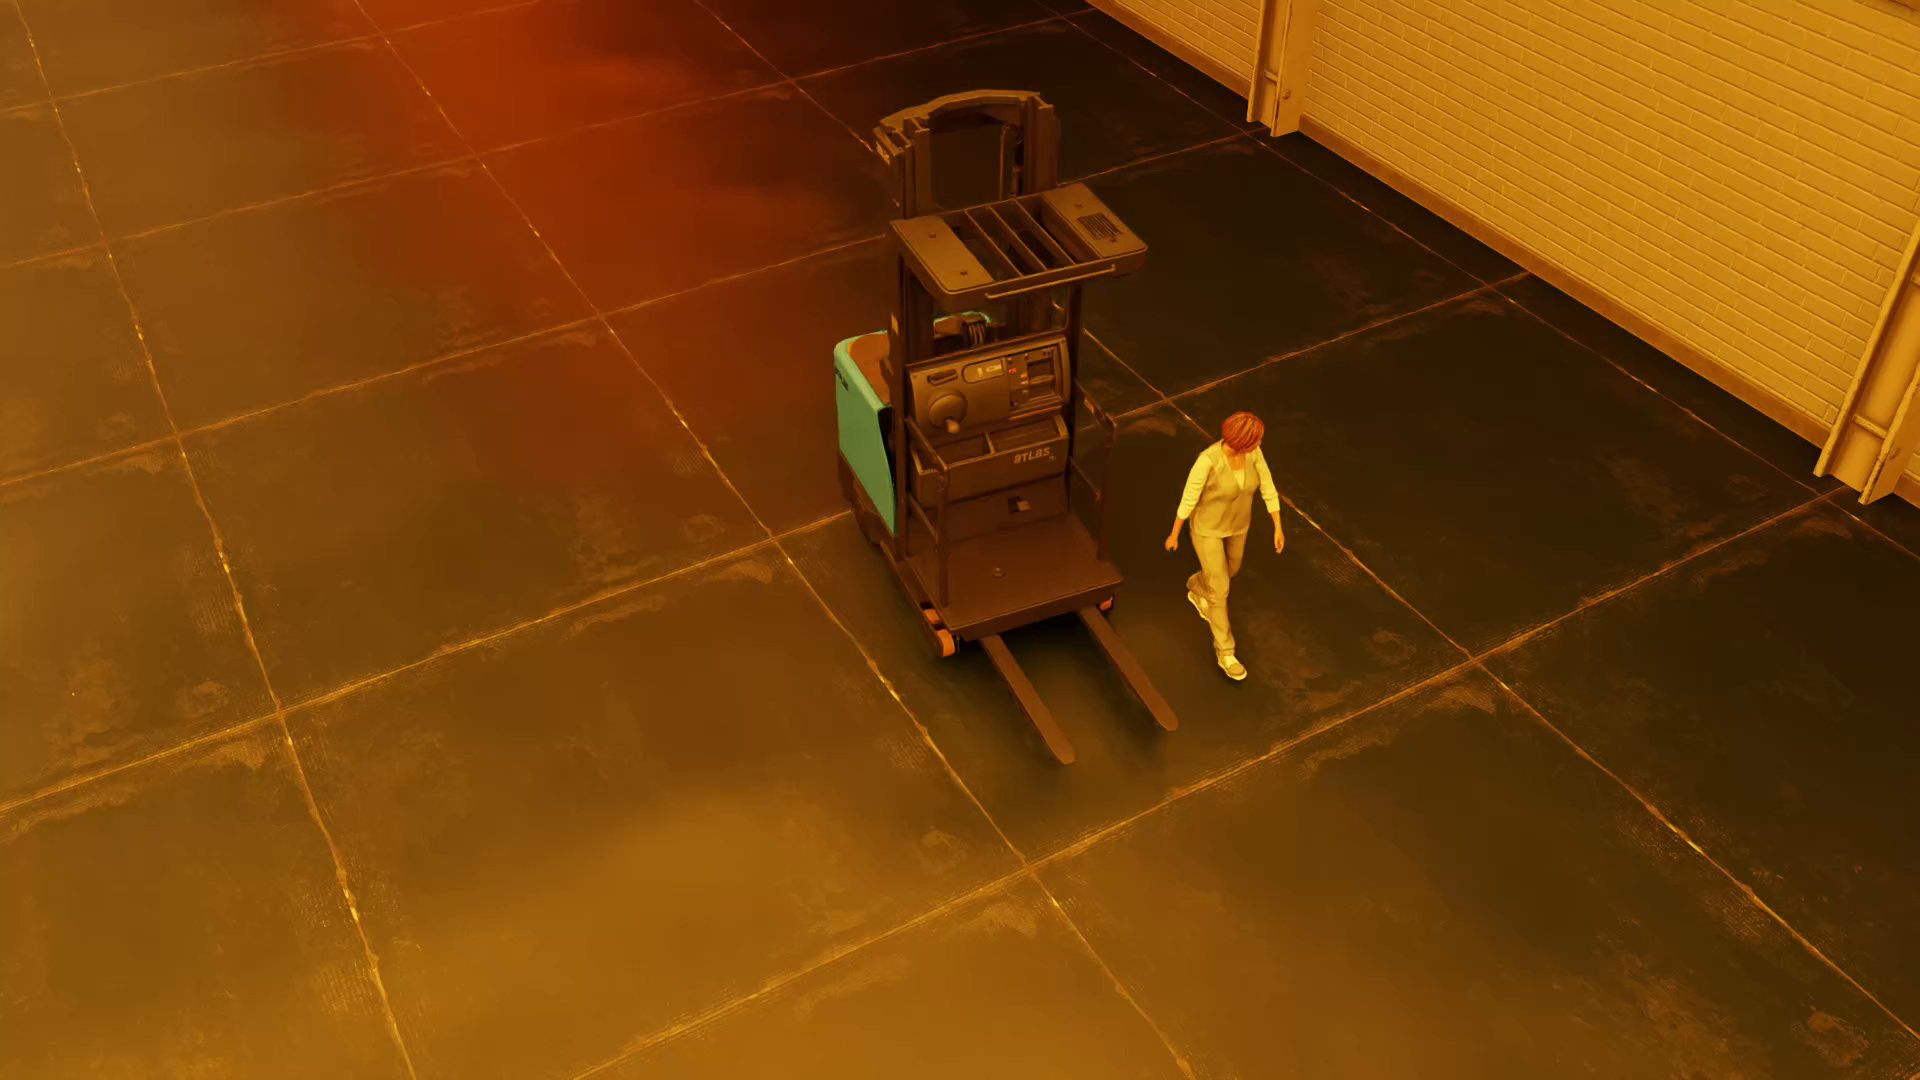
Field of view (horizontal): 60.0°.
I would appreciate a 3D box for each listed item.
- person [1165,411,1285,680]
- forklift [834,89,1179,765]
[{"bbox_3d":[1.479,-0.004,9.152,0.576,1.525,0.826,-21,44,-23],"label":"person"},{"bbox_3d":[0.258,-0.769,8.963,1.130,2.935,3.031,-15,42,-18],"label":"forklift"}]
